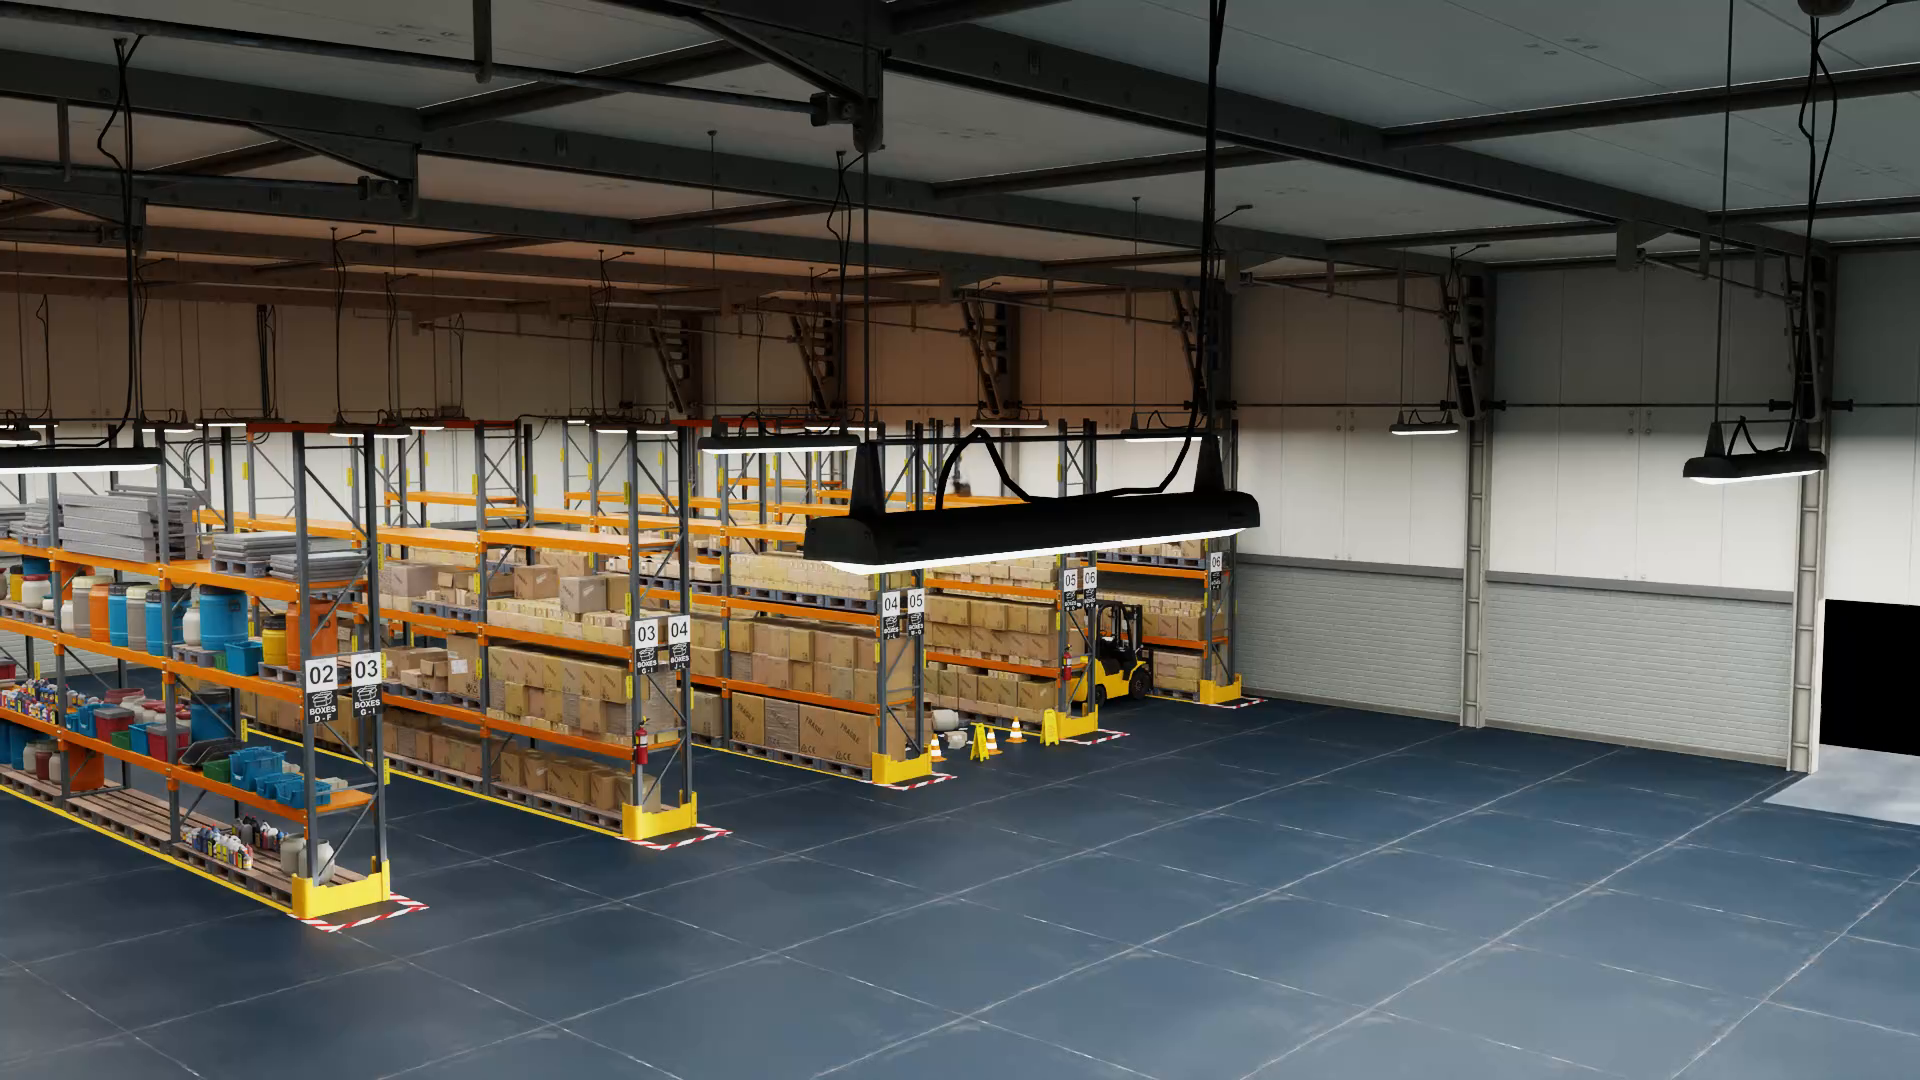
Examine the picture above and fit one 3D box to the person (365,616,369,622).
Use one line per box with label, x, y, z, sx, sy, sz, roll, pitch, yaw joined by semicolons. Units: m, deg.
person;-13.033;2.494;36.665;0.619;1.726;0.795;-4;6;-42
